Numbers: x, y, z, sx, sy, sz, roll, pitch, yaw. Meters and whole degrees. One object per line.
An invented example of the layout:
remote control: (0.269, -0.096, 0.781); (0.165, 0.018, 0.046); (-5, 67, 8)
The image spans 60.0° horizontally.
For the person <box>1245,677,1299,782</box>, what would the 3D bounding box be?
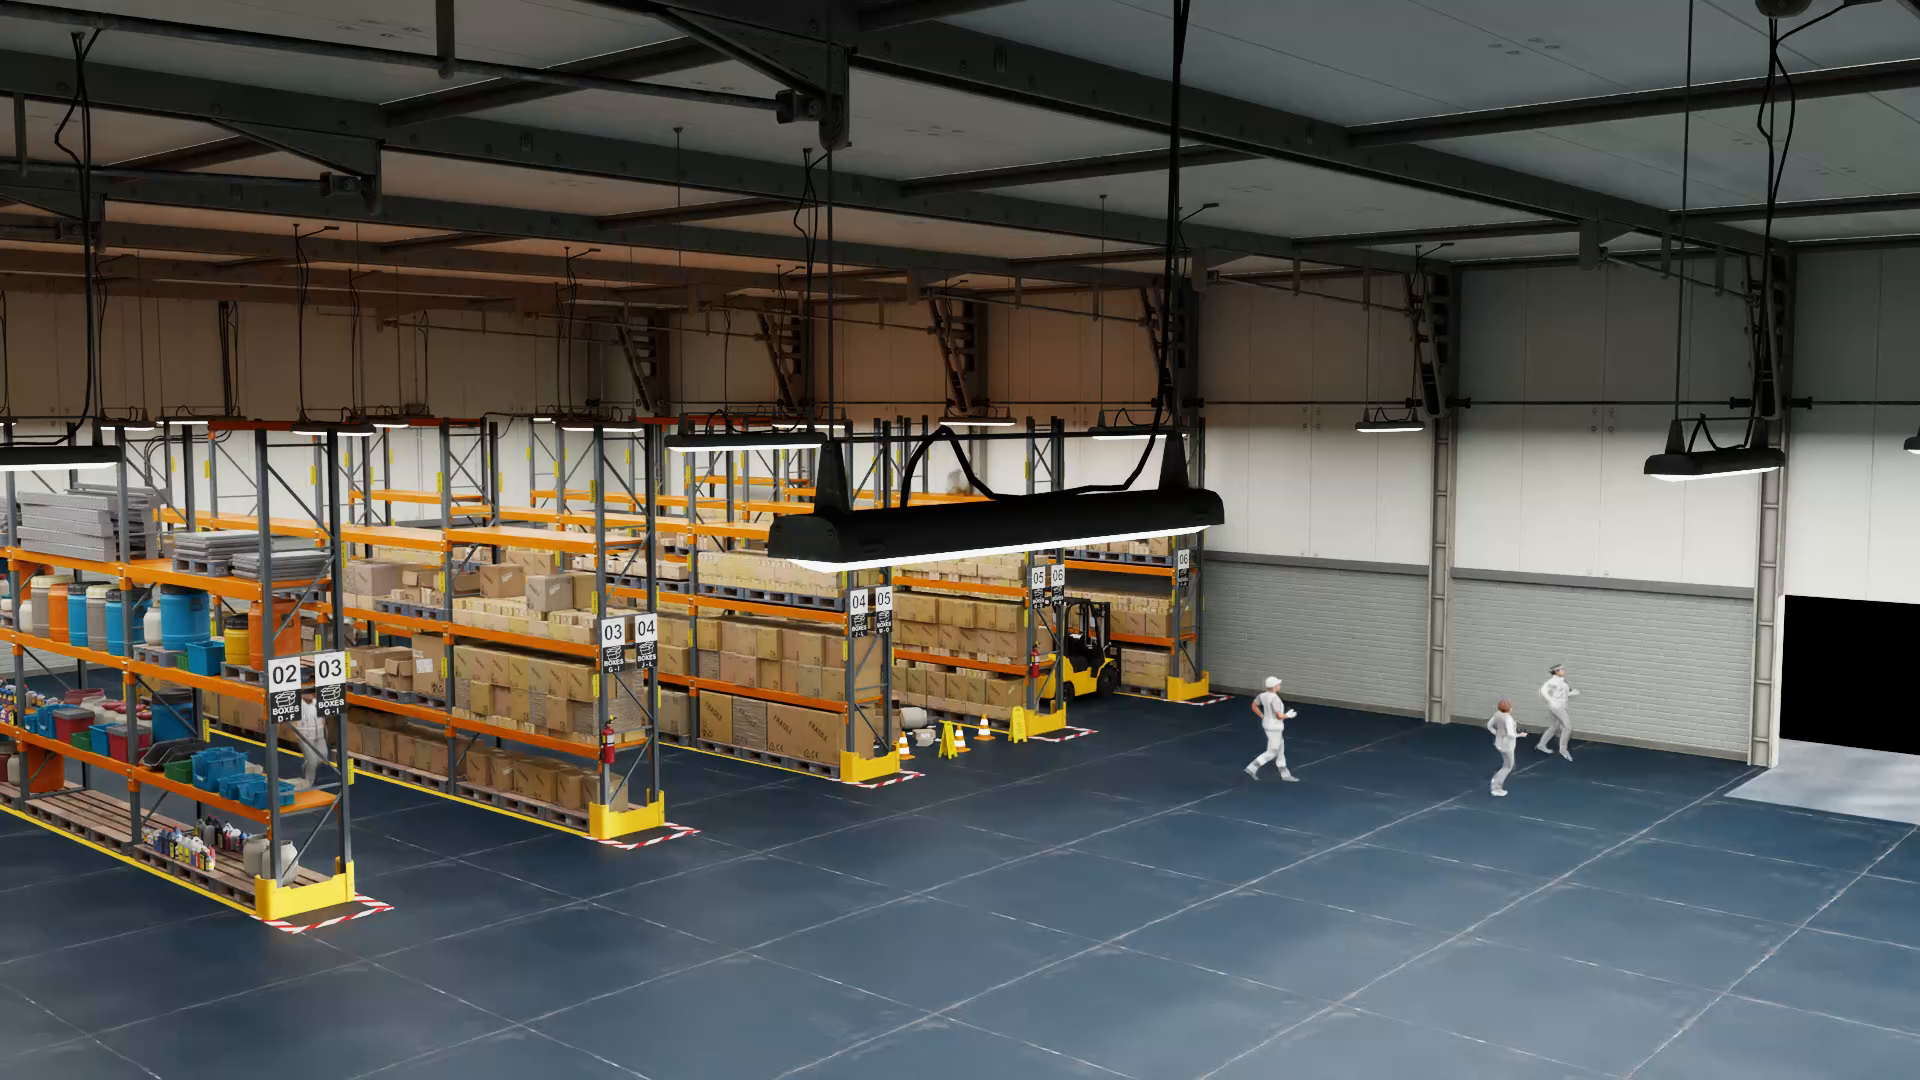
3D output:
person: (5.155, 3.135, 27.395); (0.988, 1.783, 0.654); (-1, 5, -11)

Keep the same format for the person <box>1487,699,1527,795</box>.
person: (8.802, 3.319, 26.721); (0.555, 1.559, 0.522); (-1, 5, -10)

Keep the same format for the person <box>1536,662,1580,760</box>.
person: (10.639, 3.029, 29.577); (0.695, 1.752, 0.593); (3, 5, 29)

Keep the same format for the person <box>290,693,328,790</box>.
person: (-10.626, 3.209, 27.196); (0.501, 1.755, 0.661); (4, 6, 38)

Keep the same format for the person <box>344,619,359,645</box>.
person: (-13.327, 2.509, 36.090); (0.717, 1.631, 0.880); (-5, 7, -44)
